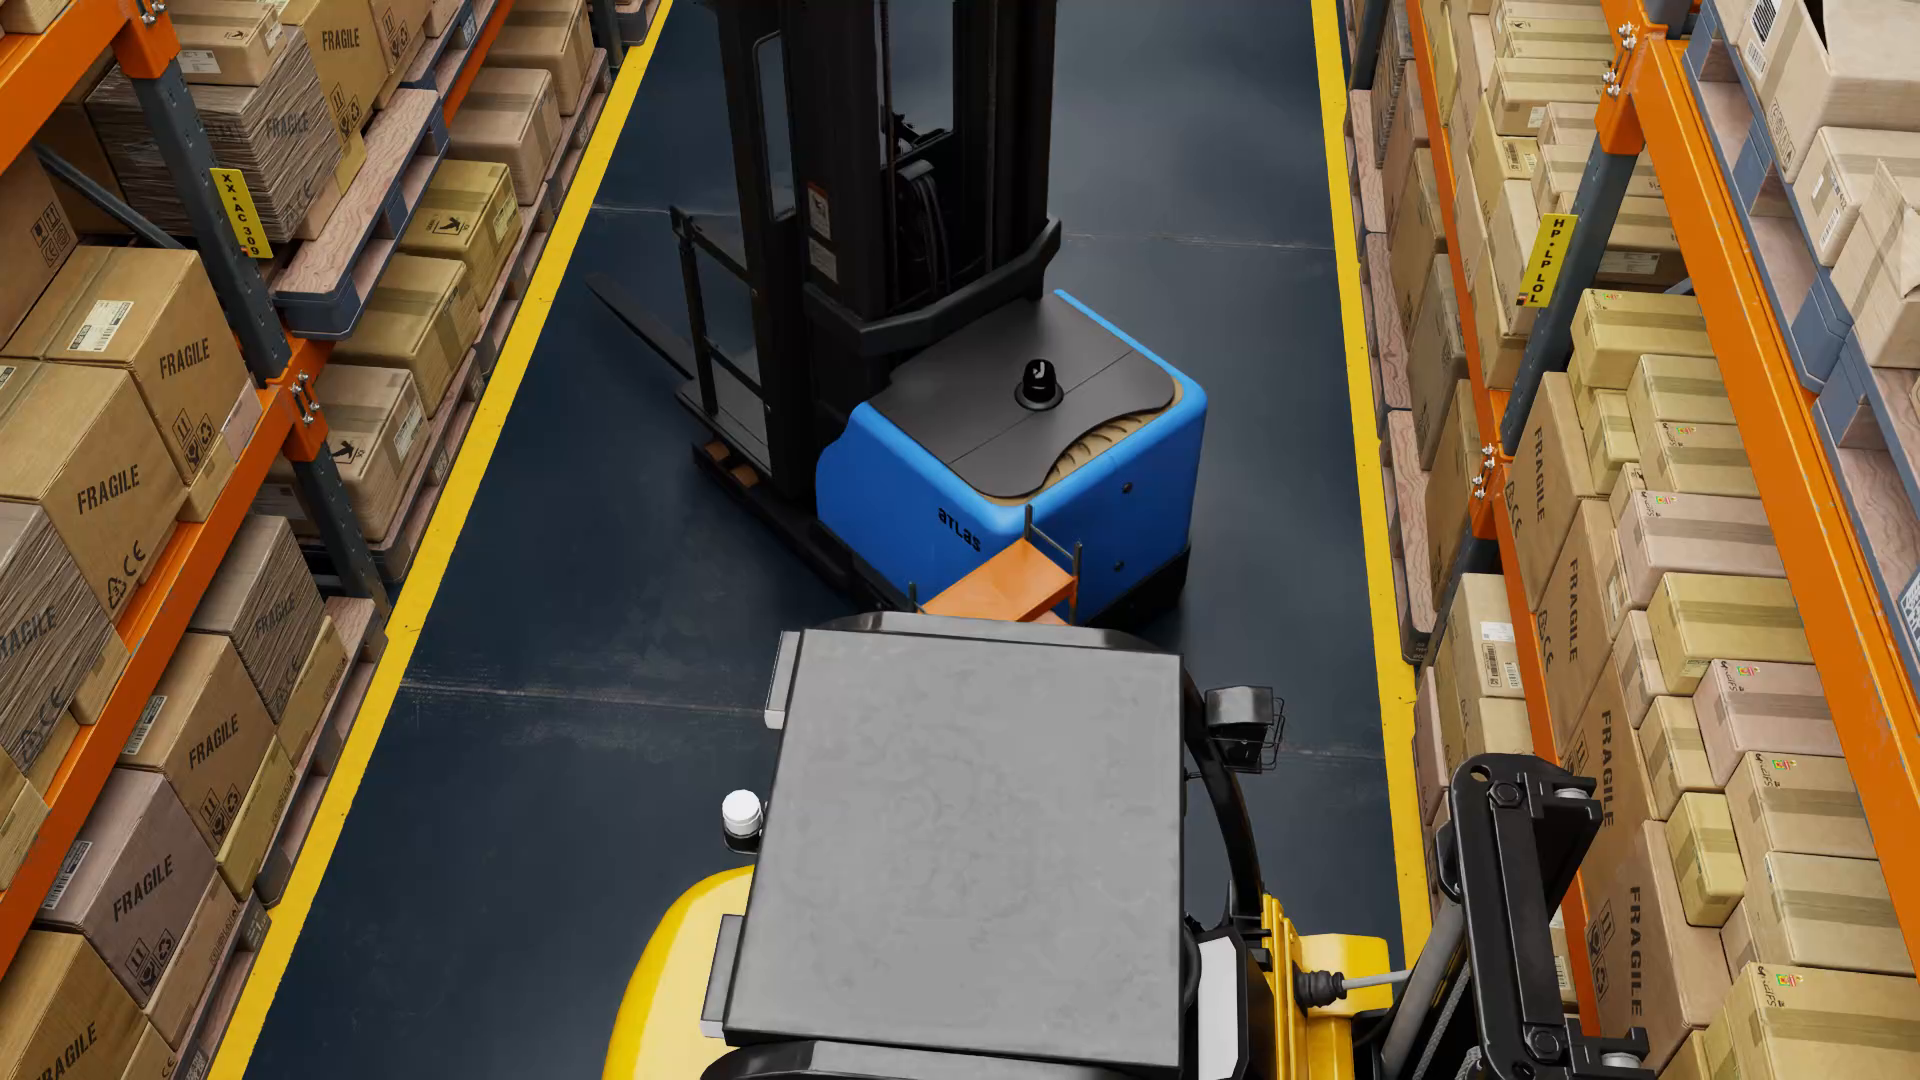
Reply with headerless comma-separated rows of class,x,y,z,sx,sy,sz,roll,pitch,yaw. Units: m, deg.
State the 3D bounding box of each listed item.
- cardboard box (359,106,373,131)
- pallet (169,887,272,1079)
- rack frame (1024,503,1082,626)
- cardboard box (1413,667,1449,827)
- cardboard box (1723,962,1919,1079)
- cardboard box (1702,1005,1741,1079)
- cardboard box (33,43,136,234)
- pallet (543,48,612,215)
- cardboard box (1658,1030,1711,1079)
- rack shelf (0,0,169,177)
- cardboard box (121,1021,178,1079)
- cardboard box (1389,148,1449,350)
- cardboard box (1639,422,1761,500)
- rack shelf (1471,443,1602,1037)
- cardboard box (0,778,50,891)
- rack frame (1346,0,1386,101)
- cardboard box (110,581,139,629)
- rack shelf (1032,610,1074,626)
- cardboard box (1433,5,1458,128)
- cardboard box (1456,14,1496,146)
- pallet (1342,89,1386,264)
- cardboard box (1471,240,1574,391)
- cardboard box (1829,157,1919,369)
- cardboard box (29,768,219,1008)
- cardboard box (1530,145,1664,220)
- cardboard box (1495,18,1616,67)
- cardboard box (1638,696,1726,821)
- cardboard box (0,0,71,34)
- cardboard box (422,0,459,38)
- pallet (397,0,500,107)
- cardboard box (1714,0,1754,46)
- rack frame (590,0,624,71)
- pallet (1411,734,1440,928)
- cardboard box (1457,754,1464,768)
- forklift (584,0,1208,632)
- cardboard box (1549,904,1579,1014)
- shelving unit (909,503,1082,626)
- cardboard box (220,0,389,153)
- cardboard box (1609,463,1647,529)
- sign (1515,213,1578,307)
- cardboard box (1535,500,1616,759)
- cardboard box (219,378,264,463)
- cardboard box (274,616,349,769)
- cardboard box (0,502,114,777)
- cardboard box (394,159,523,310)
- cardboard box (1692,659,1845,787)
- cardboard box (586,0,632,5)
cardboard box,-2.384,-1.569,6.064,0.380,0.149,0.250,7,48,6
pallet,-2.864,1.605,5.165,1.003,0.211,1.213,4,48,4
rack frame,0.292,0.358,5.636,0.015,1.200,0.240,-34,56,-27
cardboard box,1.840,0.720,5.664,0.500,0.250,0.500,4,48,4
cardboard box,1.688,0.964,3.152,0.380,0.149,0.250,5,48,4
cardboard box,1.694,1.069,3.258,0.380,0.149,0.250,4,48,4
cardboard box,-2.916,-1.362,5.435,0.500,0.500,0.500,3,48,3
pallet,-2.438,-2.155,8.604,1.003,0.211,1.213,4,48,4
cardboard box,1.735,1.369,3.423,0.500,0.500,0.500,3,48,3
rack shelf,-2.912,-0.031,3.226,1.077,0.370,4.000,4,48,4
cardboard box,-2.654,1.644,4.818,0.500,0.250,0.500,7,48,6
cardboard box,2.395,-1.247,7.208,0.875,0.625,0.625,2,48,2
cardboard box,1.941,-0.152,4.174,0.380,0.149,0.250,3,48,3
rack shelf,2.031,1.313,4.030,1.077,0.370,4.000,4,48,4
cardboard box,-2.585,0.735,4.241,0.380,0.149,0.250,4,48,4
rack frame,2.578,-3.339,7.797,1.000,3.000,0.127,4,48,4
cardboard box,-2.609,0.163,4.765,0.380,0.149,0.250,3,48,3
rack shelf,0.111,0.373,5.410,0.480,0.148,0.258,-34,56,-27
cardboard box,2.155,-1.850,6.537,0.500,0.250,0.500,5,48,5
cardboard box,2.096,-1.650,6.015,0.500,0.250,0.500,5,48,4
pallet,2.464,-1.796,8.275,1.003,0.211,1.213,4,48,4
cardboard box,1.999,-0.737,5.519,0.500,0.250,0.500,5,48,4
cardboard box,1.776,-0.472,2.881,0.396,0.266,0.258,3,48,3
cardboard box,-2.606,1.004,4.895,0.500,0.500,0.500,6,48,6
cardboard box,2.029,-1.109,5.250,0.380,0.149,0.250,3,48,3
cardboard box,2.082,-1.676,5.769,0.380,0.149,0.250,3,48,3
cardboard box,1.777,0.503,3.776,0.380,0.149,0.250,2,48,2
cardboard box,-2.454,-1.406,4.166,0.380,0.149,0.250,4,48,4
cardboard box,-2.218,-2.129,6.576,0.380,0.149,0.250,6,48,5
pallet,-2.505,-2.148,6.838,1.003,0.211,1.213,4,48,4
cardboard box,1.870,-1.194,3.620,0.380,0.149,0.250,5,48,4
rack frame,-2.365,-3.670,8.100,1.000,3.000,0.127,4,48,4
pallet,2.099,1.123,5.606,1.003,0.211,1.213,4,48,4
cardboard box,1.818,0.923,5.139,0.500,0.250,0.500,4,48,3
forklift,-0.466,-1.363,6.036,1.130,2.935,3.031,-33,56,-26
cardboard box,1.766,1.125,4.616,0.500,0.250,0.500,5,48,5
shelving unit,0.111,0.478,5.525,0.503,1.200,0.258,-34,56,-27
cardboard box,-2.356,-1.700,5.744,0.500,0.500,0.500,4,48,4
cardboard box,1.905,-0.052,4.284,0.380,0.149,0.250,4,48,3
sign,1.672,-0.793,4.738,0.100,0.325,0.005,4,48,4
cardboard box,1.882,0.259,4.439,0.500,0.500,0.500,5,48,4
cardboard box,-2.456,-0.389,5.270,0.380,0.149,0.250,3,48,3
cardboard box,-2.516,0.508,5.857,0.500,0.250,0.500,6,48,5
cardboard box,-2.605,0.239,4.256,0.500,0.500,0.500,5,48,5
cardboard box,-2.561,-1.411,7.530,0.950,0.372,0.625,5,48,5
cardboard box,1.851,0.413,3.656,0.380,0.149,0.250,4,48,3
cardboard box,-2.220,-3.597,9.188,0.875,0.875,0.875,3,48,3
